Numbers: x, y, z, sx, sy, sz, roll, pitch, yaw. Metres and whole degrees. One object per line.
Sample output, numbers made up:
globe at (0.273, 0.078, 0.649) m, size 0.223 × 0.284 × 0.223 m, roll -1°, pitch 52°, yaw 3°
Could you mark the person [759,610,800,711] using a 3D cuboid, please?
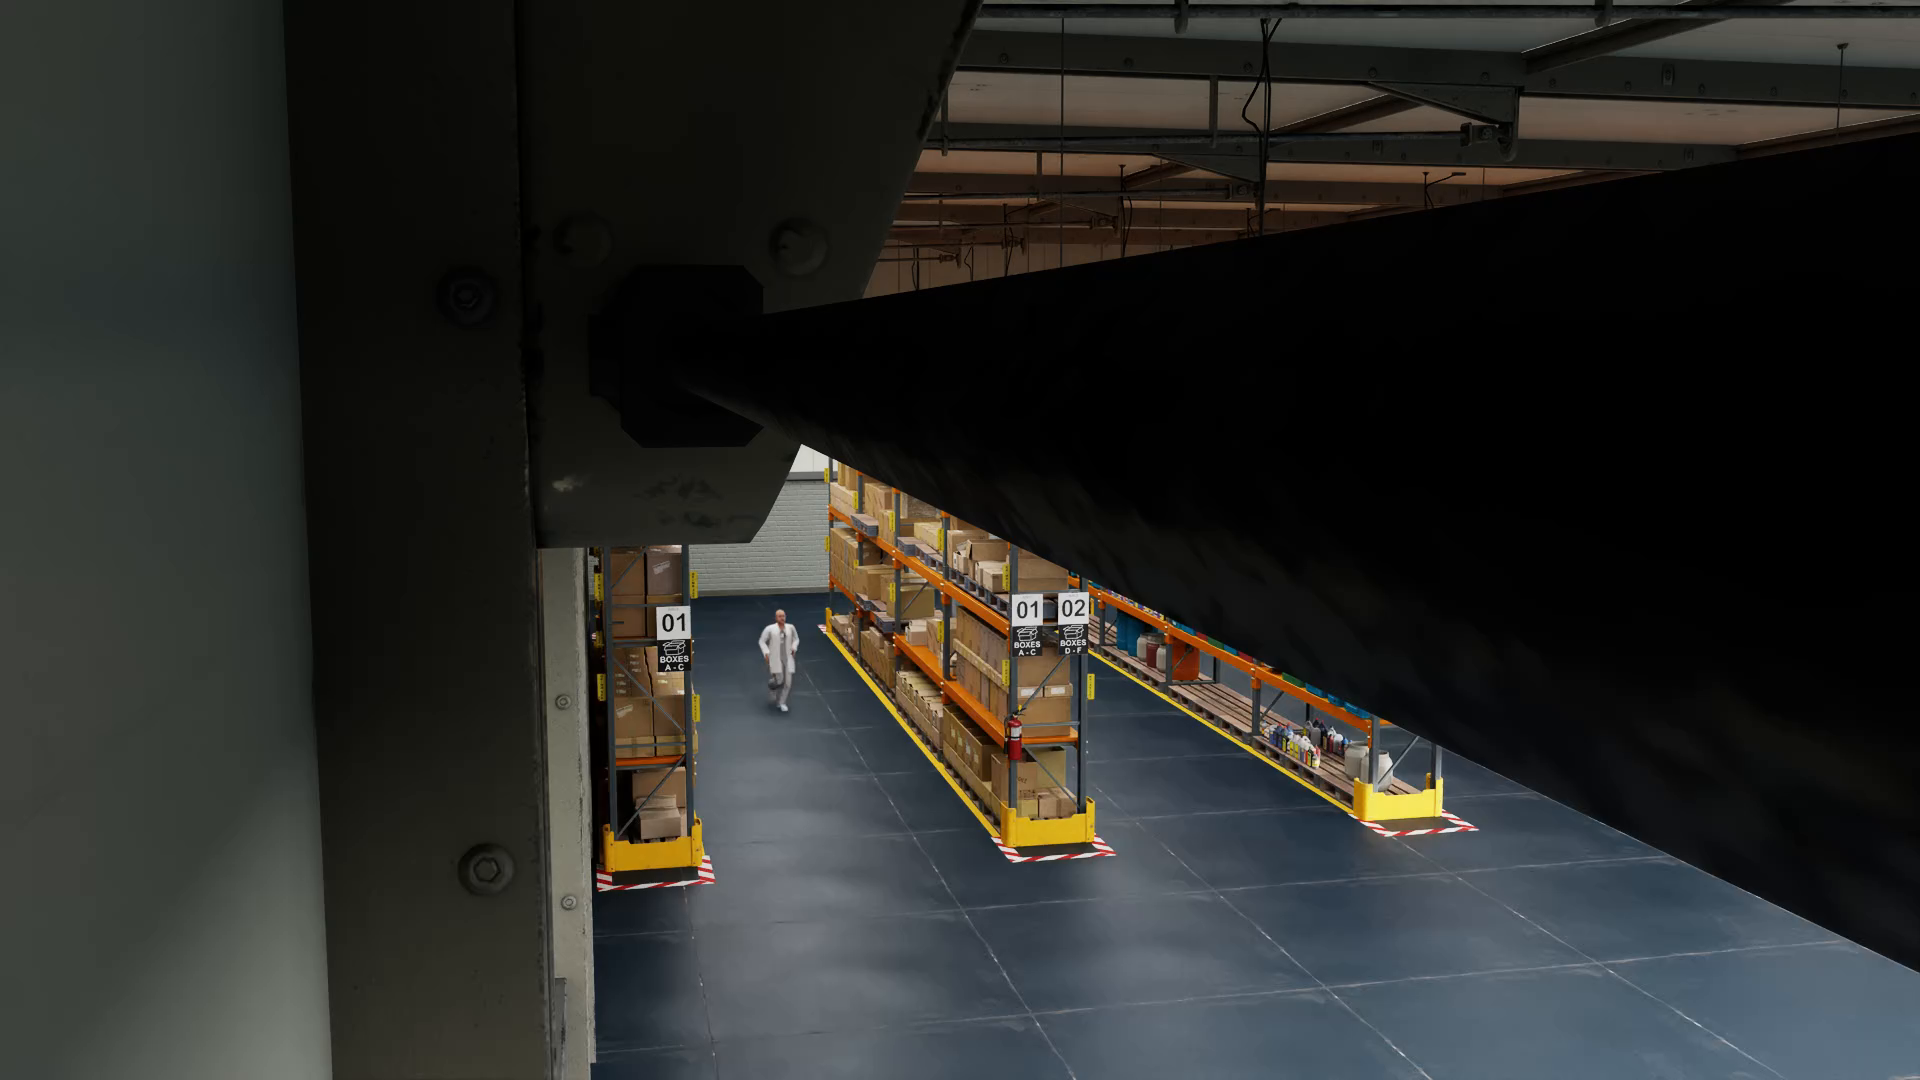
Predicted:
person at (-3.103, 2.070, 28.765) m, size 0.709 × 1.737 × 0.640 m, roll -3°, pitch 7°, yaw -23°
